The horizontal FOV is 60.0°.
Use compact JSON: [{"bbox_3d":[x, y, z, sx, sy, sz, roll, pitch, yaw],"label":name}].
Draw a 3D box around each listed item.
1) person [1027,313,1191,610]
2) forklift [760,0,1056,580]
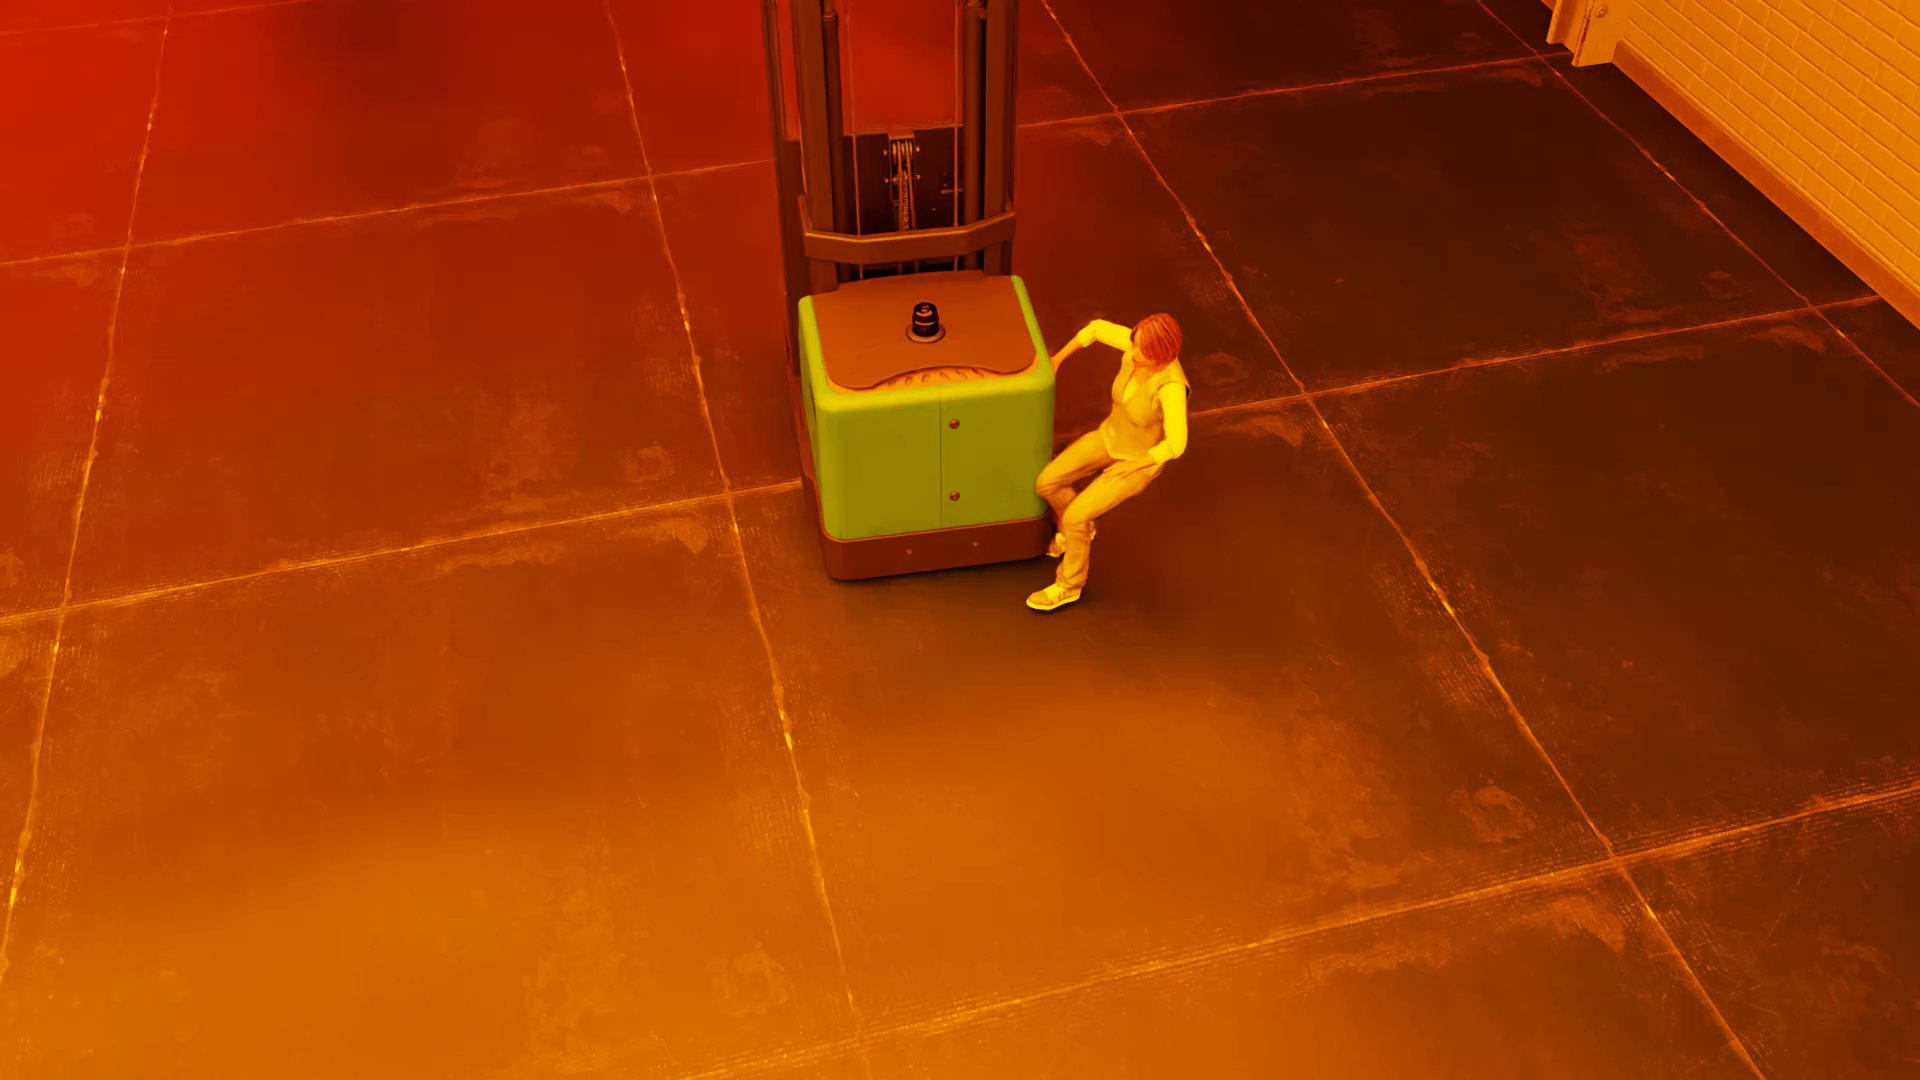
[{"bbox_3d":[0.572,-0.364,7.156,0.754,1.365,0.906,-27,49,-25],"label":"person"},{"bbox_3d":[-0.336,-1.906,7.662,1.130,2.935,3.031,-7,44,-7],"label":"forklift"}]
